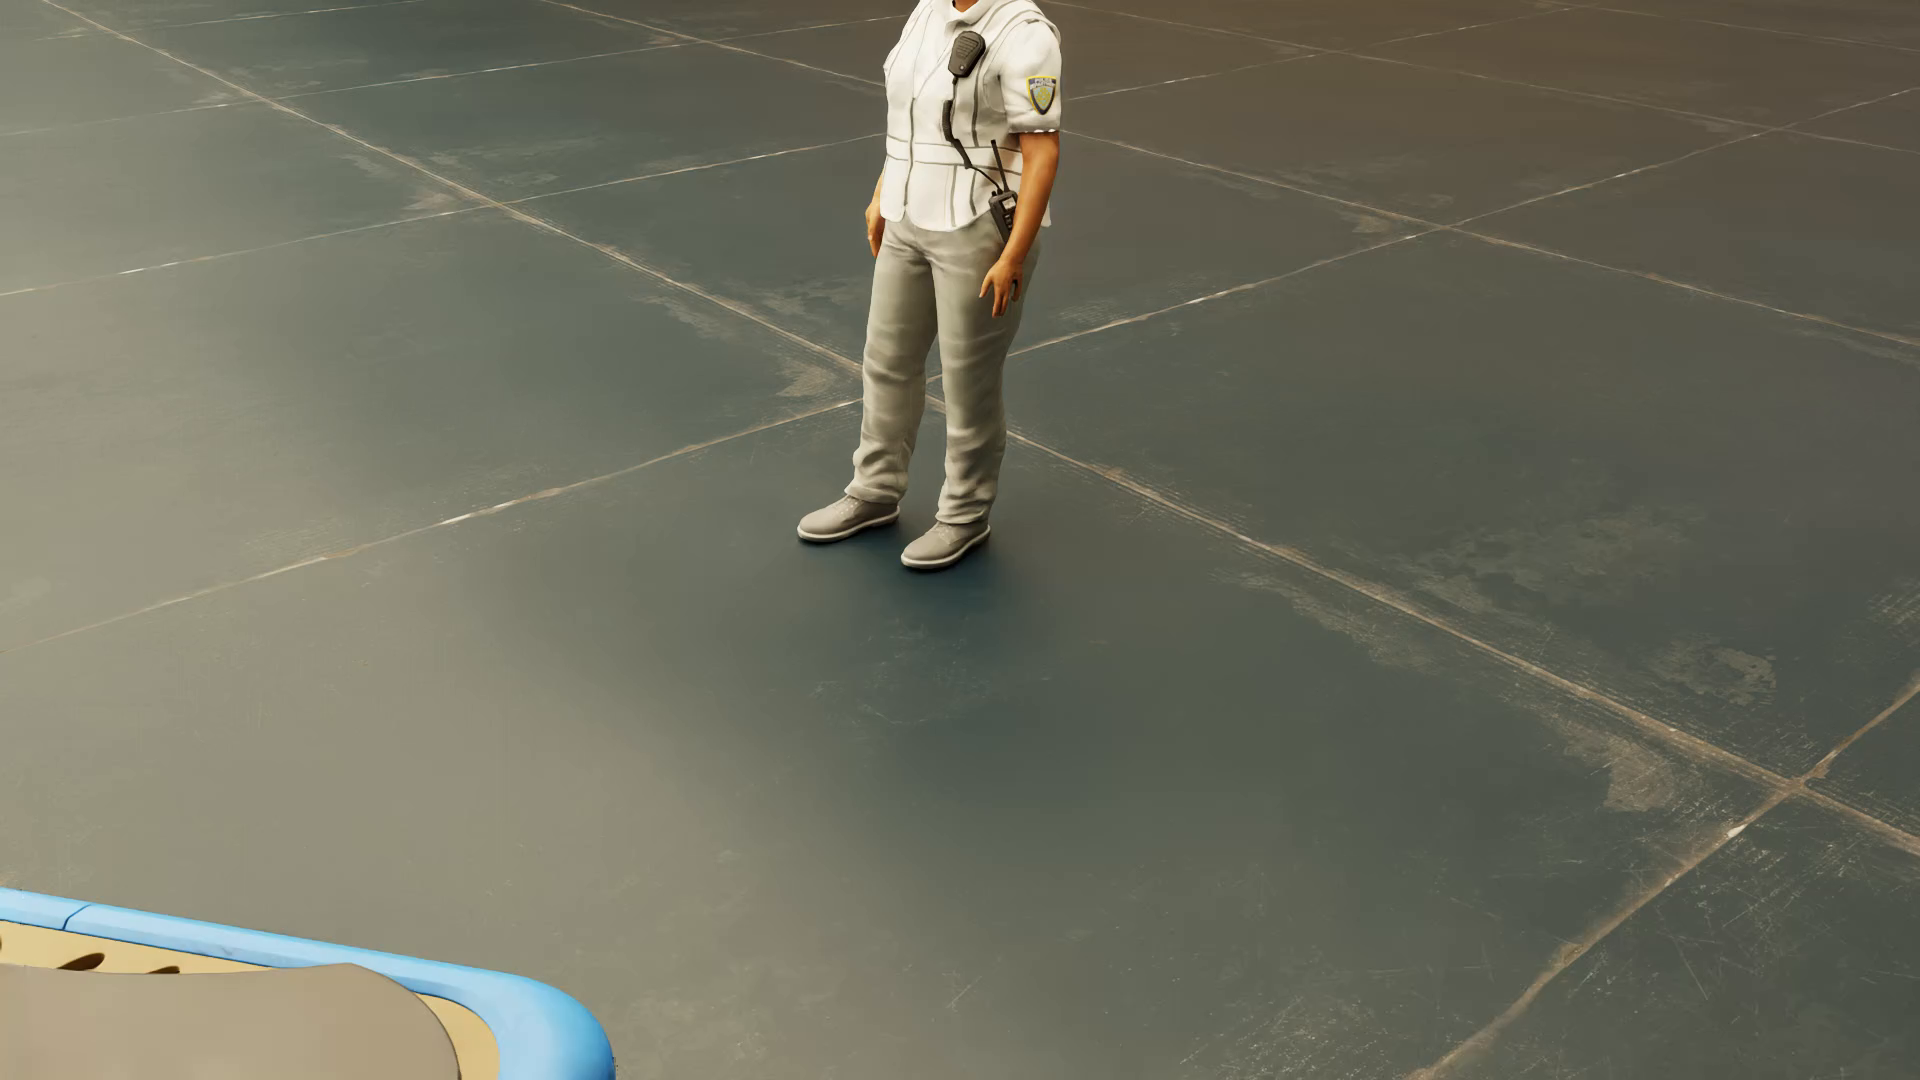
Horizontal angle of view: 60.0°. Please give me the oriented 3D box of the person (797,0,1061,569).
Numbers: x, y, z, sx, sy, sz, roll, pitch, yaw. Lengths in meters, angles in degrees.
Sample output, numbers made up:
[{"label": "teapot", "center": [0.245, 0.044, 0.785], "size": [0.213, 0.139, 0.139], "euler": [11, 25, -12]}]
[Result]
[{"label": "person", "center": [-0.074, -0.739, 4.100], "size": [0.529, 1.670, 0.597], "euler": [-20, 33, -35]}]
